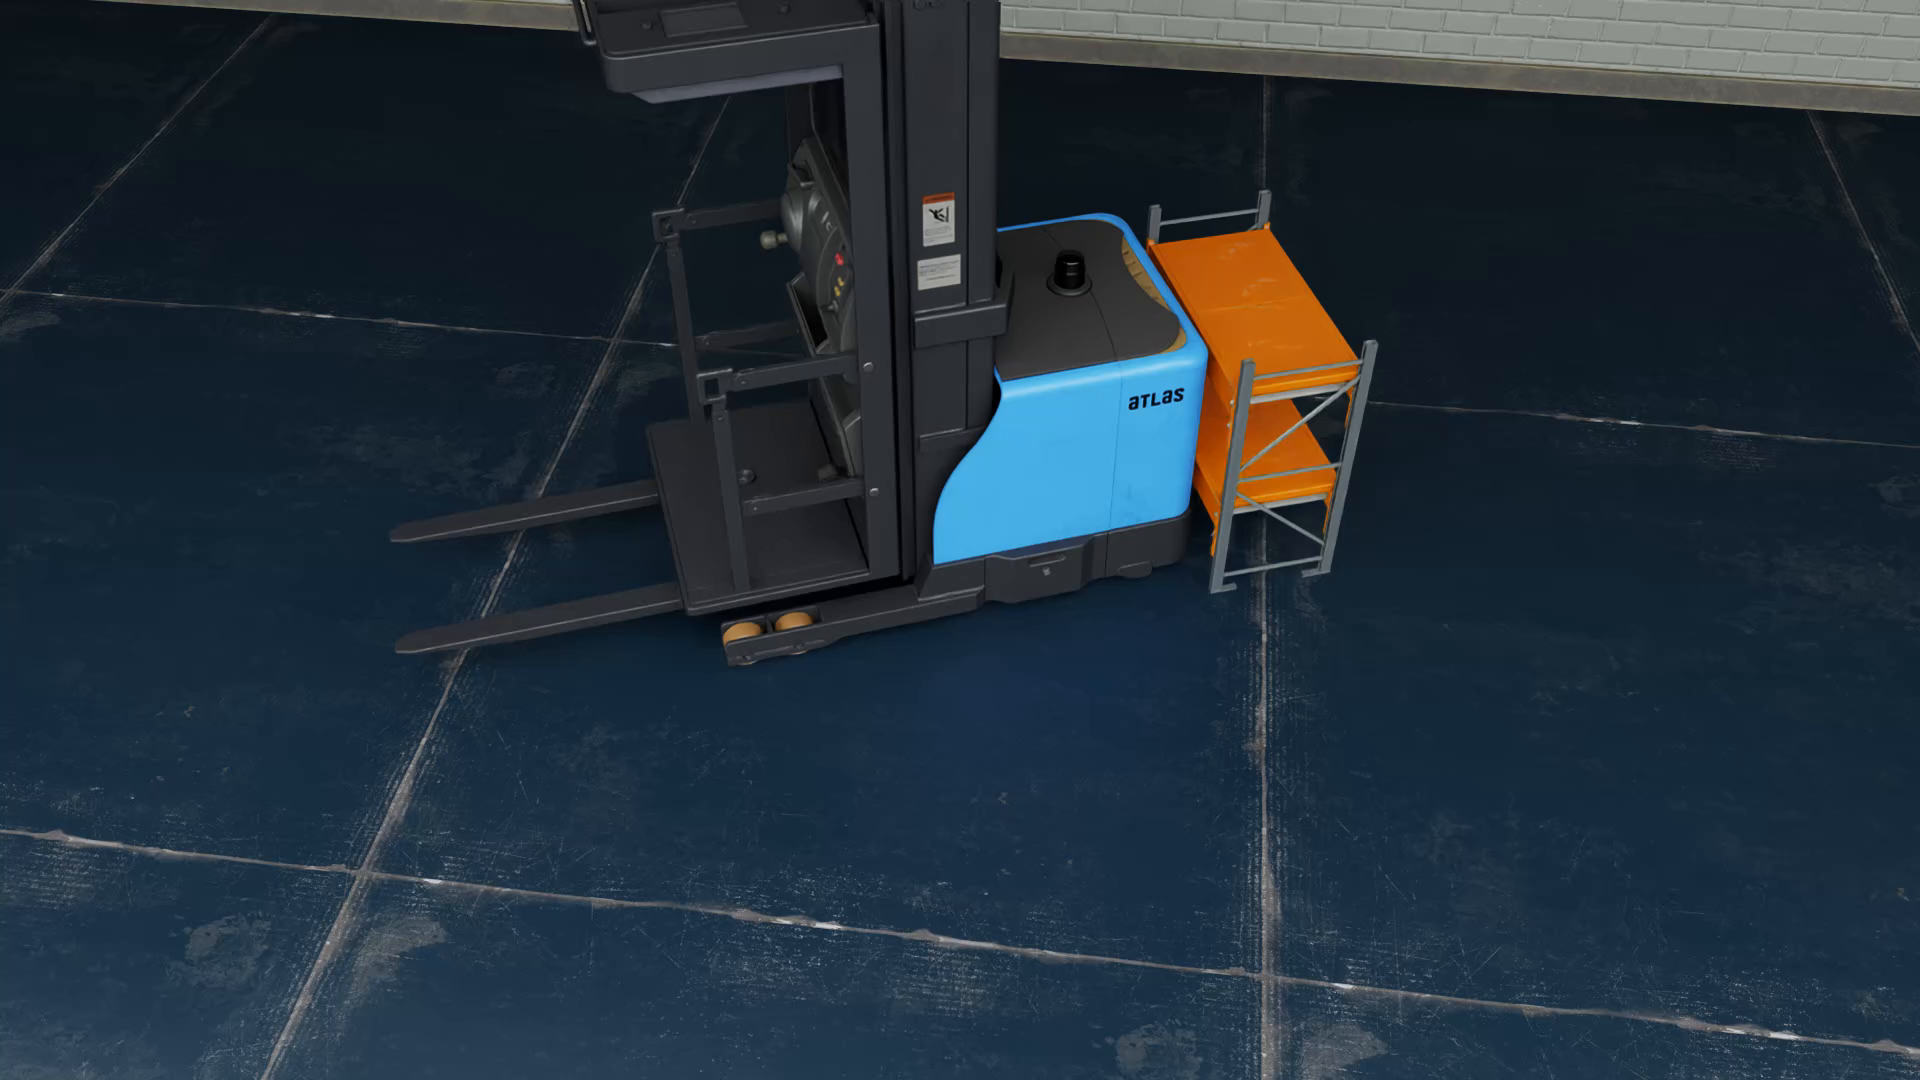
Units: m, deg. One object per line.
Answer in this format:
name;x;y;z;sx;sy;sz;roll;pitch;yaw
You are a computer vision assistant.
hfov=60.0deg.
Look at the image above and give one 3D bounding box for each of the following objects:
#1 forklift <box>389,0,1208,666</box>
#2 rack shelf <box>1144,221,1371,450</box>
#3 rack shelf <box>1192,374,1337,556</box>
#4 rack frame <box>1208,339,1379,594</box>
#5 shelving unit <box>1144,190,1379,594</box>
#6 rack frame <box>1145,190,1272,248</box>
forklift;-0.671;-1.000;5.675;3.031;2.935;1.130;-11;45;-11
rack shelf;1.104;-0.801;6.352;0.538;0.278;1.000;-9;44;-10
rack shelf;1.104;-0.411;6.721;0.538;0.278;1.000;-9;44;-10
rack frame;1.224;-0.249;6.194;0.500;1.125;0.032;-9;44;-10
shelving unit;1.104;-0.588;6.553;0.538;1.125;1.048;-9;44;-10
rack frame;0.984;-0.928;6.912;0.500;1.125;0.032;-9;44;-10
